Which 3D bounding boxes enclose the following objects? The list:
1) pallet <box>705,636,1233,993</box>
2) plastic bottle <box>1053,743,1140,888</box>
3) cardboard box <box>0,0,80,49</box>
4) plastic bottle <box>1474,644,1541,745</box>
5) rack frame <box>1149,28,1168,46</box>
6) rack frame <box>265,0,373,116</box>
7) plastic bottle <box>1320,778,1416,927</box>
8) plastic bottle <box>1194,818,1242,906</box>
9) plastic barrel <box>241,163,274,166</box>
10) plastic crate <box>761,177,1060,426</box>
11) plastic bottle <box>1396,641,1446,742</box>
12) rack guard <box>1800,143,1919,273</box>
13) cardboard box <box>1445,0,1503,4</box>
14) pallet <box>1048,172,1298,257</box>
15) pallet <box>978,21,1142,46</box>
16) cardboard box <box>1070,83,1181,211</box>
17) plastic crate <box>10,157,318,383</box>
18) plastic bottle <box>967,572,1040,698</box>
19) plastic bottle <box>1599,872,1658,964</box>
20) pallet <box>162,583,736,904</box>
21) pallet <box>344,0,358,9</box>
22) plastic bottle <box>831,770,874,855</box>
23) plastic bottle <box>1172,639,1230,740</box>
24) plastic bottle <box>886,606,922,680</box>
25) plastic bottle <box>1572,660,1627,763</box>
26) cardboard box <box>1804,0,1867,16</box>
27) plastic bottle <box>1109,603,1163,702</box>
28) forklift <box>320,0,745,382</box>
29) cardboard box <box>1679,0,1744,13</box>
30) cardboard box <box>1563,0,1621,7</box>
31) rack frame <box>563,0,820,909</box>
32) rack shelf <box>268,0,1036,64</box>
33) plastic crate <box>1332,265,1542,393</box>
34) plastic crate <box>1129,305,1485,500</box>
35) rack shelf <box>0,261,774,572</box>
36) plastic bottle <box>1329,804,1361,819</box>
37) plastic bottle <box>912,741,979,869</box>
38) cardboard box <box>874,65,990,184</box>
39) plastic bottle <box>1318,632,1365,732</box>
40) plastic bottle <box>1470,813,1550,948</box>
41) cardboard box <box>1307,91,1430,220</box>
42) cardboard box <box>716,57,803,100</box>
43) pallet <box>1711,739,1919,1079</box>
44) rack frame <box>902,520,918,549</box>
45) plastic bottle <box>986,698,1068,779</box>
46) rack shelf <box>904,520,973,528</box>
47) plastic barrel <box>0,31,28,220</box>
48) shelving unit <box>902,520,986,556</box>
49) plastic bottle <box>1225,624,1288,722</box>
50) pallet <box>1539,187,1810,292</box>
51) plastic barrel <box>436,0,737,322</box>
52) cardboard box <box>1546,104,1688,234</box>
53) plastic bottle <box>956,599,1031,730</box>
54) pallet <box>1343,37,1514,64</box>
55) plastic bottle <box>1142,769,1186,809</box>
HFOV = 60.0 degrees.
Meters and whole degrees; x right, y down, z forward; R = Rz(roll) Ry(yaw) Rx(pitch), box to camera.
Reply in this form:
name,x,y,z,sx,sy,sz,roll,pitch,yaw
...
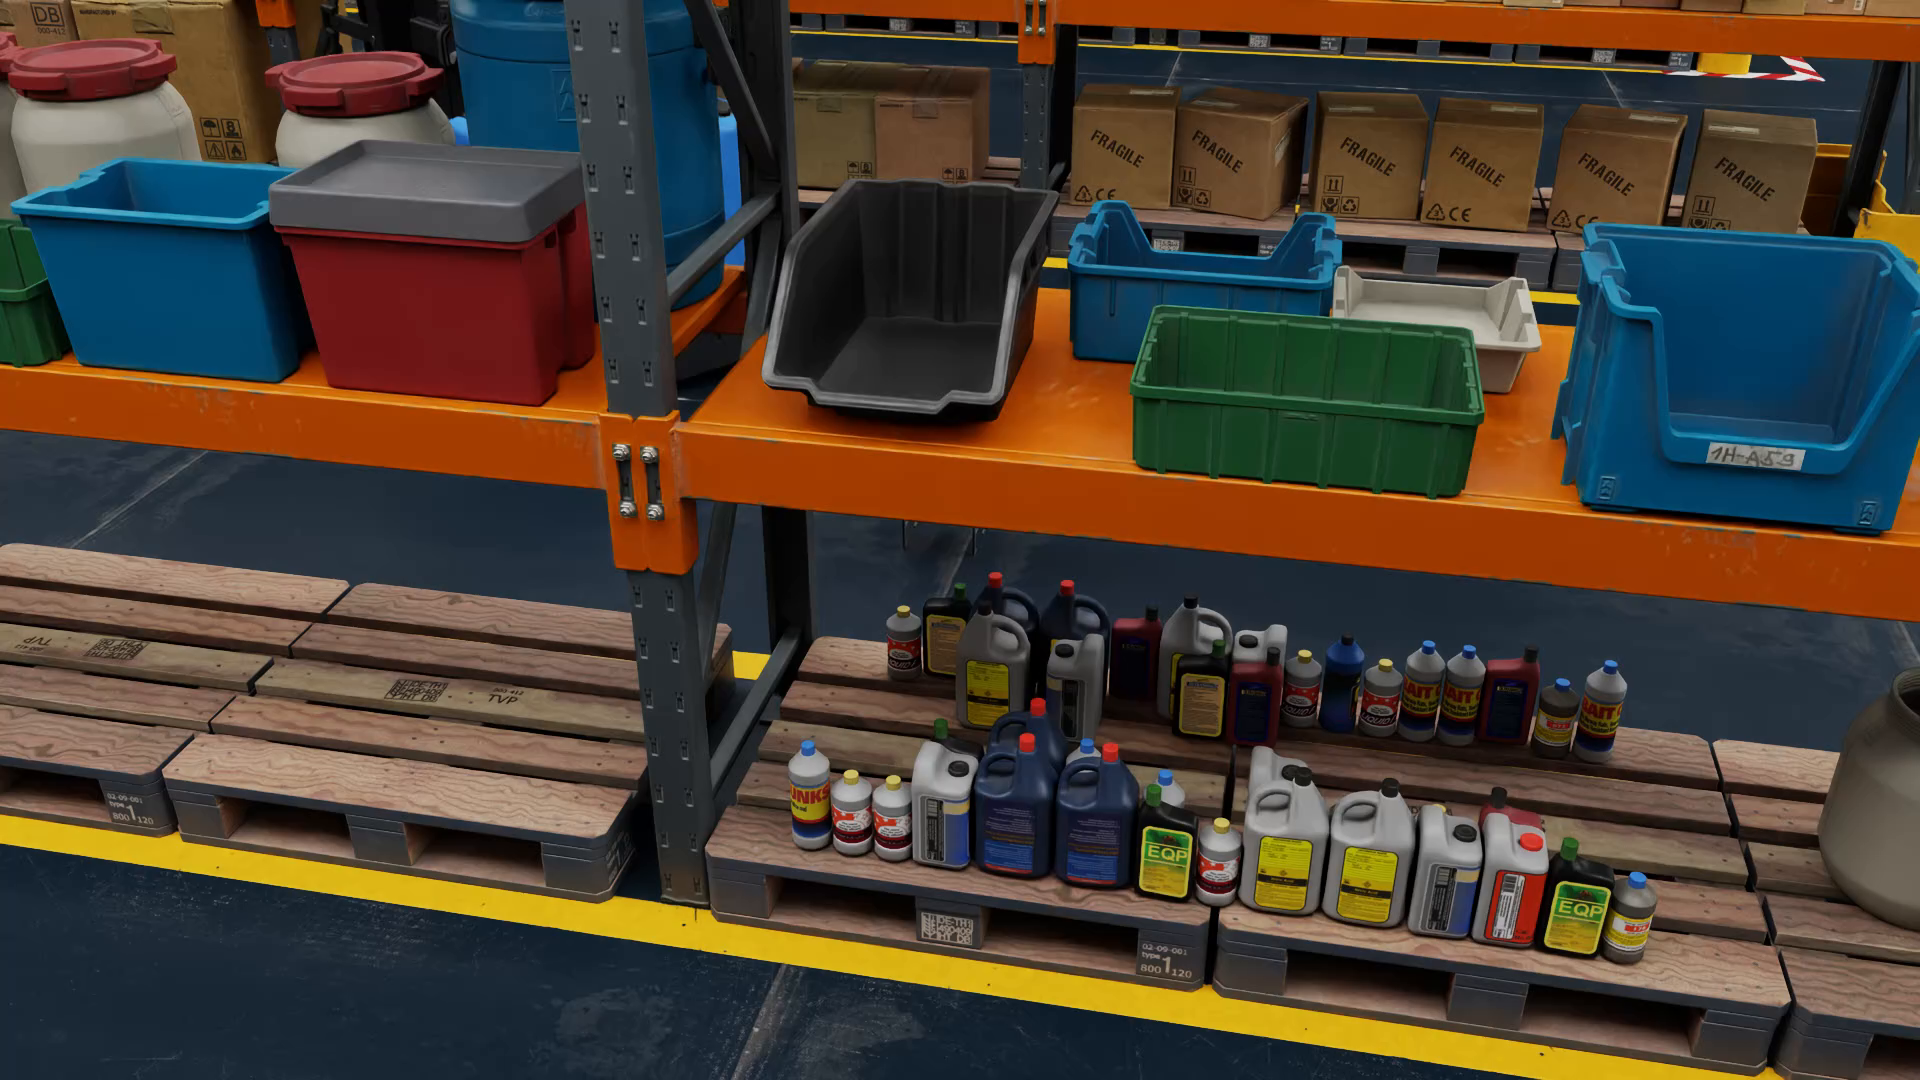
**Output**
name,x,y,z,sx,sy,sz,roll,pitch,yaw
pallet,0.075,0.661,4.322,1.213,0.211,1.003,6,29,11
plastic bottle,0.314,0.615,3.803,0.185,0.351,0.144,5,29,8
cardboard box,-4.992,-2.800,9.516,0.875,0.875,1.225,6,29,11
plastic bottle,1.413,0.392,4.282,0.133,0.283,0.061,6,29,11
rack frame,1.595,-5.294,12.296,0.127,3.000,1.000,6,29,11
rack frame,-3.451,-3.376,8.793,0.127,3.000,1.000,6,29,11
plastic bottle,0.911,0.676,3.691,0.185,0.351,0.144,7,29,13
plastic bottle,0.586,0.720,3.767,0.097,0.201,0.097,0,29,0
plastic barrel,-1.836,-0.793,4.218,0.301,0.262,0.301,0,29,0
plastic crate,-0.088,-0.509,3.621,0.504,0.338,0.767,6,29,11
plastic bottle,1.197,0.384,4.309,0.097,0.271,0.097,0,29,0
rack guard,4.298,-1.485,7.941,0.348,0.500,1.175,6,29,11
cardboard box,2.332,-2.554,7.553,0.250,0.149,0.380,6,29,11
pallet,1.125,-1.701,8.637,1.213,0.211,1.003,6,29,11
pallet,0.825,-4.113,13.042,1.213,0.211,1.003,6,29,11
cardboard box,0.844,-2.004,8.452,0.500,0.500,0.500,5,29,9
plastic crate,-1.717,-0.606,3.750,0.575,0.384,0.392,6,29,11
plastic bottle,0.116,0.250,4.471,0.185,0.351,0.144,5,29,9
plastic bottle,1.451,0.809,3.605,0.097,0.201,0.097,0,29,0
pallet,-1.350,0.514,4.591,1.213,0.211,1.003,6,29,11
pallet,-5.467,-4.796,14.290,1.213,0.211,1.003,6,29,11
plastic bottle,-0.254,0.634,3.925,0.097,0.201,0.097,0,29,0
plastic bottle,0.624,0.381,4.300,0.133,0.283,0.061,6,29,11
plastic bottle,-0.154,0.276,4.578,0.097,0.201,0.097,0,29,0
plastic bottle,1.630,0.428,4.227,0.097,0.271,0.097,0,29,0
cardboard box,3.806,-2.420,7.309,0.250,0.149,0.380,6,29,11
plastic bottle,0.472,0.295,4.458,0.133,0.283,0.061,8,30,14
forklift,-2.134,-2.424,7.125,1.130,2.935,3.031,-24,37,-37
cardboard box,3.310,-2.454,7.370,0.250,0.149,0.380,6,29,11
cardboard box,2.825,-2.513,7.478,0.250,0.149,0.380,6,29,11
rack frame,-0.574,-0.649,3.811,0.127,3.000,1.000,6,29,11
rack shelf,-1.495,-2.860,8.599,4.000,0.370,1.077,6,29,11
plastic crate,1.067,-0.489,3.794,0.437,0.136,0.530,6,29,11
plastic crate,0.695,-0.287,3.371,0.662,0.188,0.450,6,29,11
rack shelf,-2.529,-0.534,4.350,4.000,0.370,1.077,6,29,11
plastic bottle,0.894,0.681,3.839,0.097,0.201,0.097,0,29,0
plastic bottle,-0.032,0.610,3.889,0.135,0.276,0.152,7,29,12
cardboard box,-0.135,-2.143,8.685,0.500,0.500,0.700,4,29,7
plastic bottle,0.999,0.363,4.346,0.097,0.271,0.097,0,29,0
plastic bottle,1.210,0.738,3.657,0.135,0.276,0.152,6,29,11
cardboard box,2.029,-1.924,8.307,0.500,0.500,0.500,3,29,6
cardboard box,-1.145,-2.255,8.891,0.500,0.500,0.700,3,29,6
pallet,2.461,0.906,3.875,1.213,0.211,1.003,6,29,11
rack frame,-0.172,-0.478,5.530,0.008,1.050,0.200,6,29,11
plastic bottle,0.159,0.528,3.962,0.185,0.351,0.144,6,29,11
rack shelf,-0.052,-0.213,5.646,0.240,0.259,0.215,6,29,11
plastic barrel,-2.604,-1.024,4.356,0.433,0.535,0.433,0,29,0
shelving unit,-0.052,-0.466,5.508,0.252,1.050,0.215,6,29,11
plastic bottle,0.778,0.352,4.361,0.135,0.276,0.152,6,29,11
pallet,3.511,-1.456,8.190,1.213,0.211,1.003,6,29,11
plastic barrel,-0.888,-1.050,4.021,0.708,0.901,0.600,6,29,11
cardboard box,3.174,-1.776,8.036,0.500,0.500,0.500,14,32,24
plastic bottle,0.086,0.317,4.347,0.185,0.351,0.144,6,29,11
pallet,3.519,-3.836,12.538,1.213,0.211,1.003,6,29,11
plastic bottle,0.465,0.647,3.828,0.097,0.271,0.097,0,29,0
